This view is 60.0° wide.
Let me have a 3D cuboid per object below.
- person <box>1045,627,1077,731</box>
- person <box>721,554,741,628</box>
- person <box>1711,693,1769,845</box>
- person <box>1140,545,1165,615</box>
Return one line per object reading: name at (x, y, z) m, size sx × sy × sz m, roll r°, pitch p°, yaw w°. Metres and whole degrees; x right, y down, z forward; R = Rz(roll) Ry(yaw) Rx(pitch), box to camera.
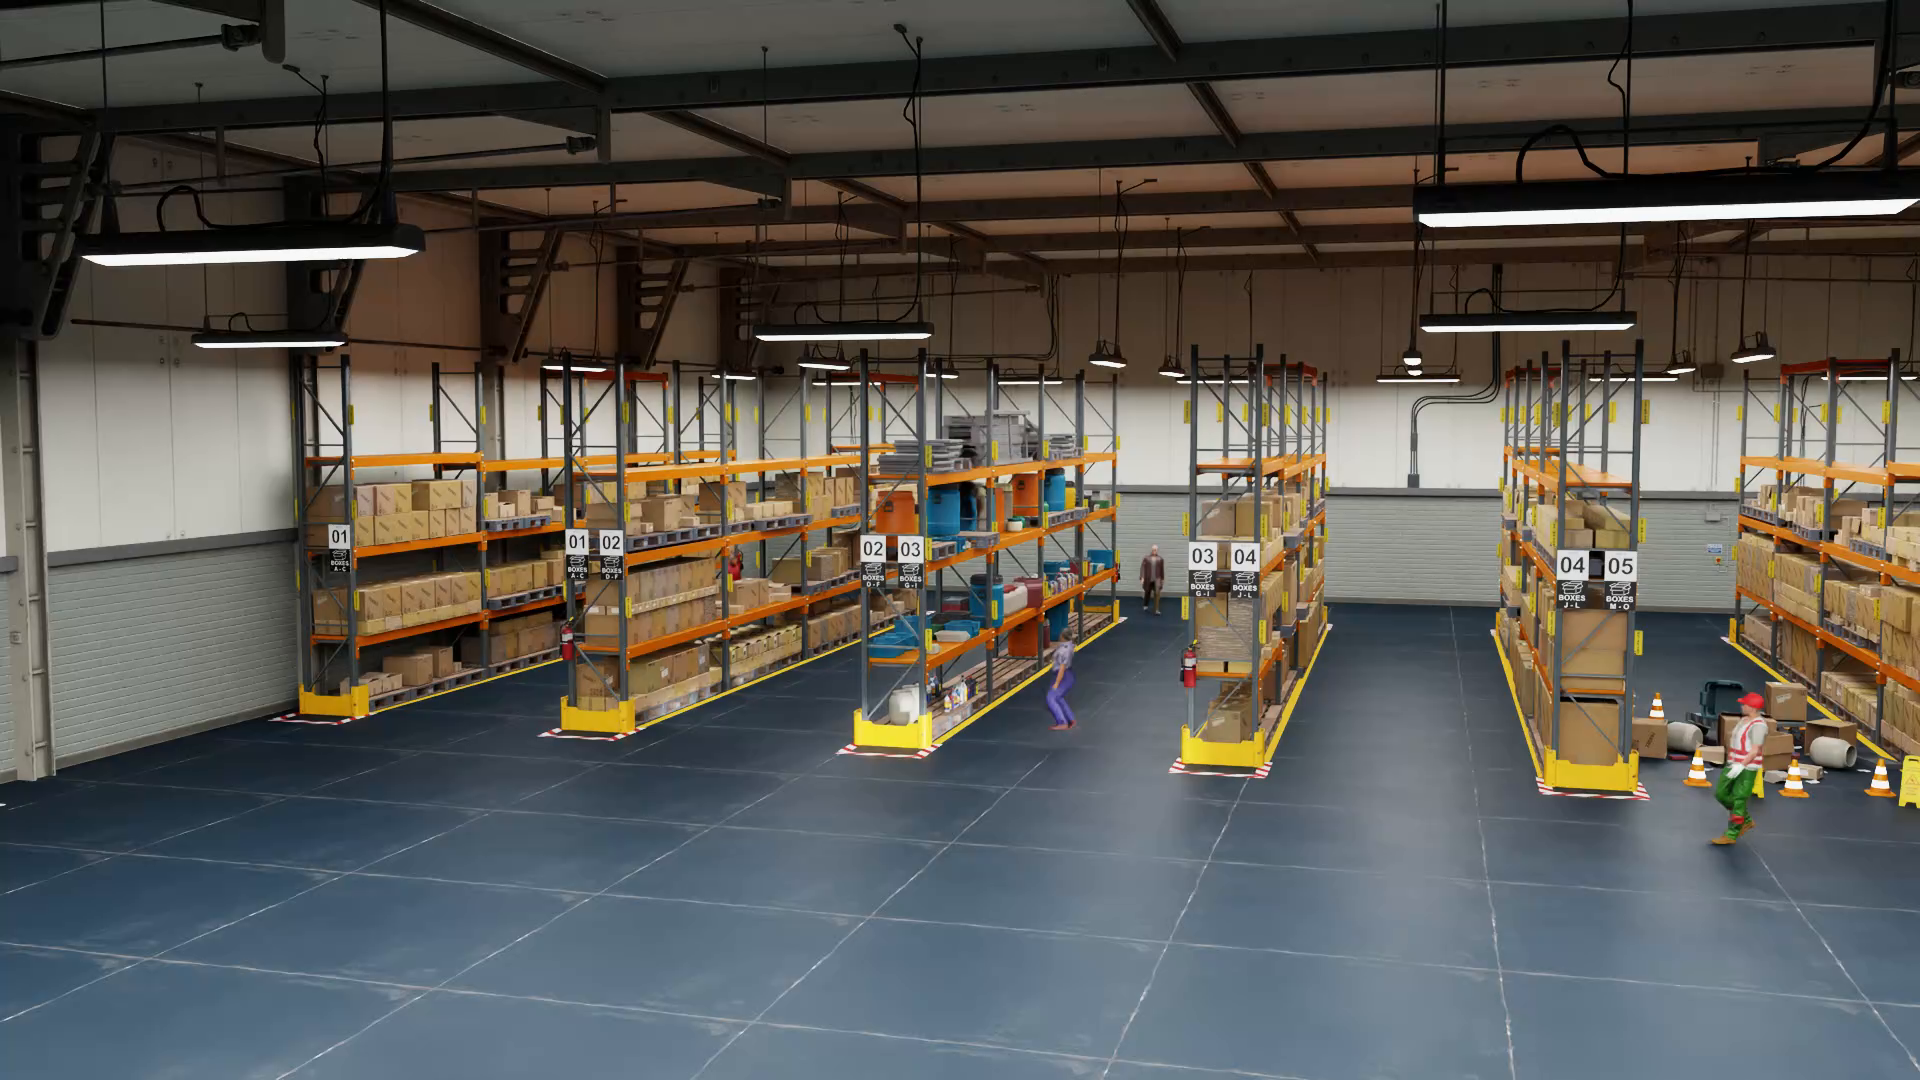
person at (1.527, 2.119, 25.110) m, size 0.498 × 1.641 × 0.583 m, roll 0°, pitch 4°, yaw 2°
person at (-5.369, 1.189, 39.260) m, size 0.405 × 1.728 × 0.555 m, roll 2°, pitch 5°, yaw 29°
person at (9.054, 2.657, 19.402) m, size 0.621 × 1.775 × 0.615 m, roll -1°, pitch 4°, yaw -11°
person at (4.829, 0.999, 41.749) m, size 0.648 × 1.735 × 1.131 m, roll 0°, pitch 4°, yaw 1°
